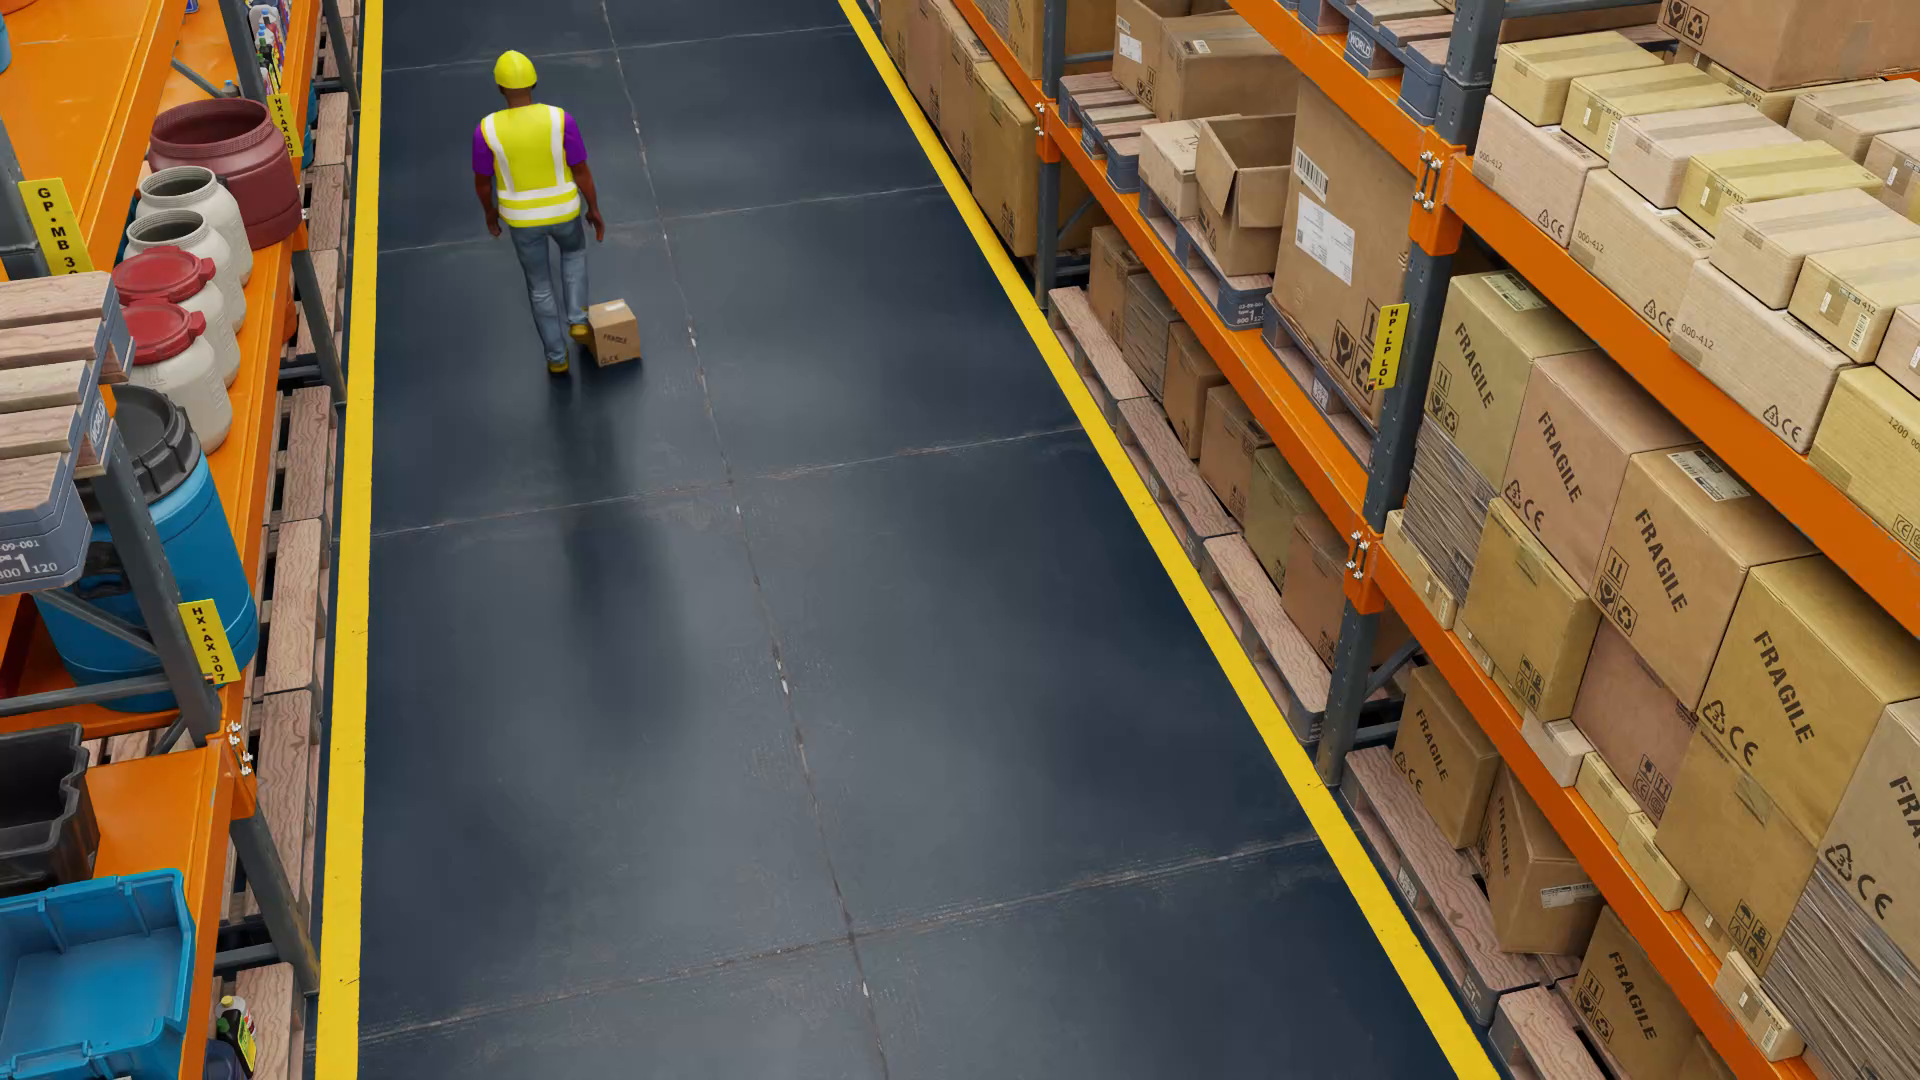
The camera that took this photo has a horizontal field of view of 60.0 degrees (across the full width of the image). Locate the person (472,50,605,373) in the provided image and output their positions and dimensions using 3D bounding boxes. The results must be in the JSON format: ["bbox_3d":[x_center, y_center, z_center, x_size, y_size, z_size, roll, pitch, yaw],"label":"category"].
[{"bbox_3d":[-2.250,-1.756,8.928,0.621,1.788,0.522,-12,40,-15],"label":"person"}]
